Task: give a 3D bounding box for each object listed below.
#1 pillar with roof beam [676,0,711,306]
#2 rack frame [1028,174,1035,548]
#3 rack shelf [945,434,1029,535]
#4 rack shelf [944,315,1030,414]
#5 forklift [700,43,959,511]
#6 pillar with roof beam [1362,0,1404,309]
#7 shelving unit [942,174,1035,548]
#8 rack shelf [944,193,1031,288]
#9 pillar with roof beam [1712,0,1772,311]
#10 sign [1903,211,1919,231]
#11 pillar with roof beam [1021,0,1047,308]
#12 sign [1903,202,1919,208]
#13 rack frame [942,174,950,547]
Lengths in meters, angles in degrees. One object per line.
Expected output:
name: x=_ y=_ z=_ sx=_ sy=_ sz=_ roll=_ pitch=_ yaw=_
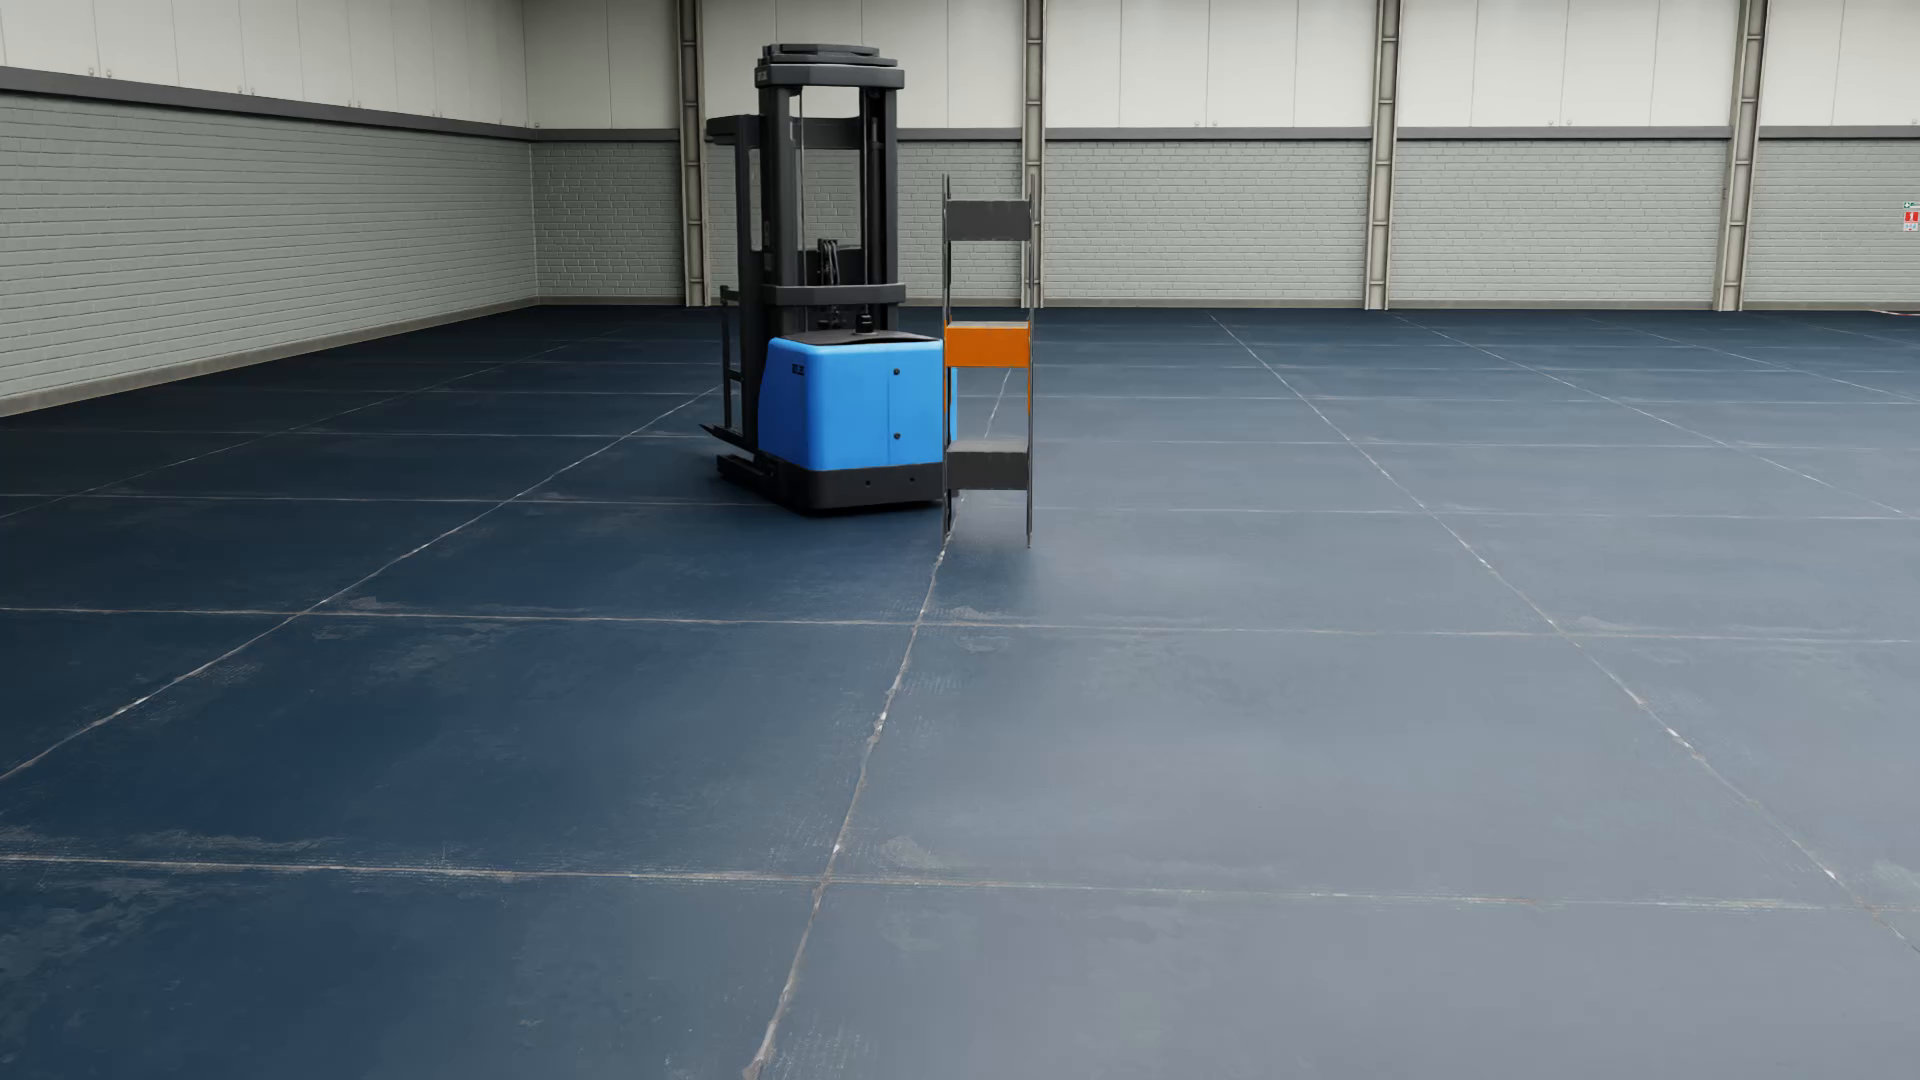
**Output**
pillar with roof beam: x=-4.992 y=-7.741 z=24.796 sx=0.400 sy=9.000 sz=9.100 roll=1 pitch=12 yaw=4
rack frame: x=0.409 y=-1.022 z=9.526 sx=0.015 sy=2.100 sz=0.400 roll=1 pitch=12 yaw=4
rack shelf: x=0.165 y=-0.327 z=9.688 sx=0.480 sy=0.518 sz=0.431 roll=1 pitch=12 yaw=4
rack shelf: x=0.165 y=-1.012 z=9.545 sx=0.480 sy=0.518 sz=0.431 roll=1 pitch=12 yaw=4
forklift: x=-1.088 y=-1.876 z=11.577 sx=1.130 sy=2.935 sz=3.031 roll=-5 pitch=13 yaw=-25
pillar with roof beam: x=6.981 y=-7.577 z=24.011 sx=0.400 sy=9.000 sz=9.100 roll=1 pitch=12 yaw=4
shelving unit: x=0.165 y=-1.025 z=9.542 sx=0.503 sy=2.100 sz=0.431 roll=1 pitch=12 yaw=4
rack shelf: x=0.165 y=-1.697 z=9.402 sx=0.480 sy=0.518 sz=0.431 roll=1 pitch=12 yaw=4
pillar with roof beam: x=12.967 y=-7.495 z=23.619 sx=0.400 sy=9.000 sz=9.100 roll=1 pitch=12 yaw=4
sign: x=16.234 y=-5.443 z=28.377 sx=0.234 sy=0.329 sz=0.001 roll=1 pitch=12 yaw=4
pillar with roof beam: x=0.994 y=-7.659 z=24.404 sx=0.400 sy=9.000 sz=9.100 roll=1 pitch=12 yaw=4
sign: x=16.238 y=-5.701 z=28.314 sx=0.331 sy=0.109 sz=0.001 roll=1 pitch=12 yaw=4
rack frame: x=-0.078 y=-1.029 z=9.558 sx=0.015 sy=2.100 sz=0.400 roll=1 pitch=12 yaw=4
